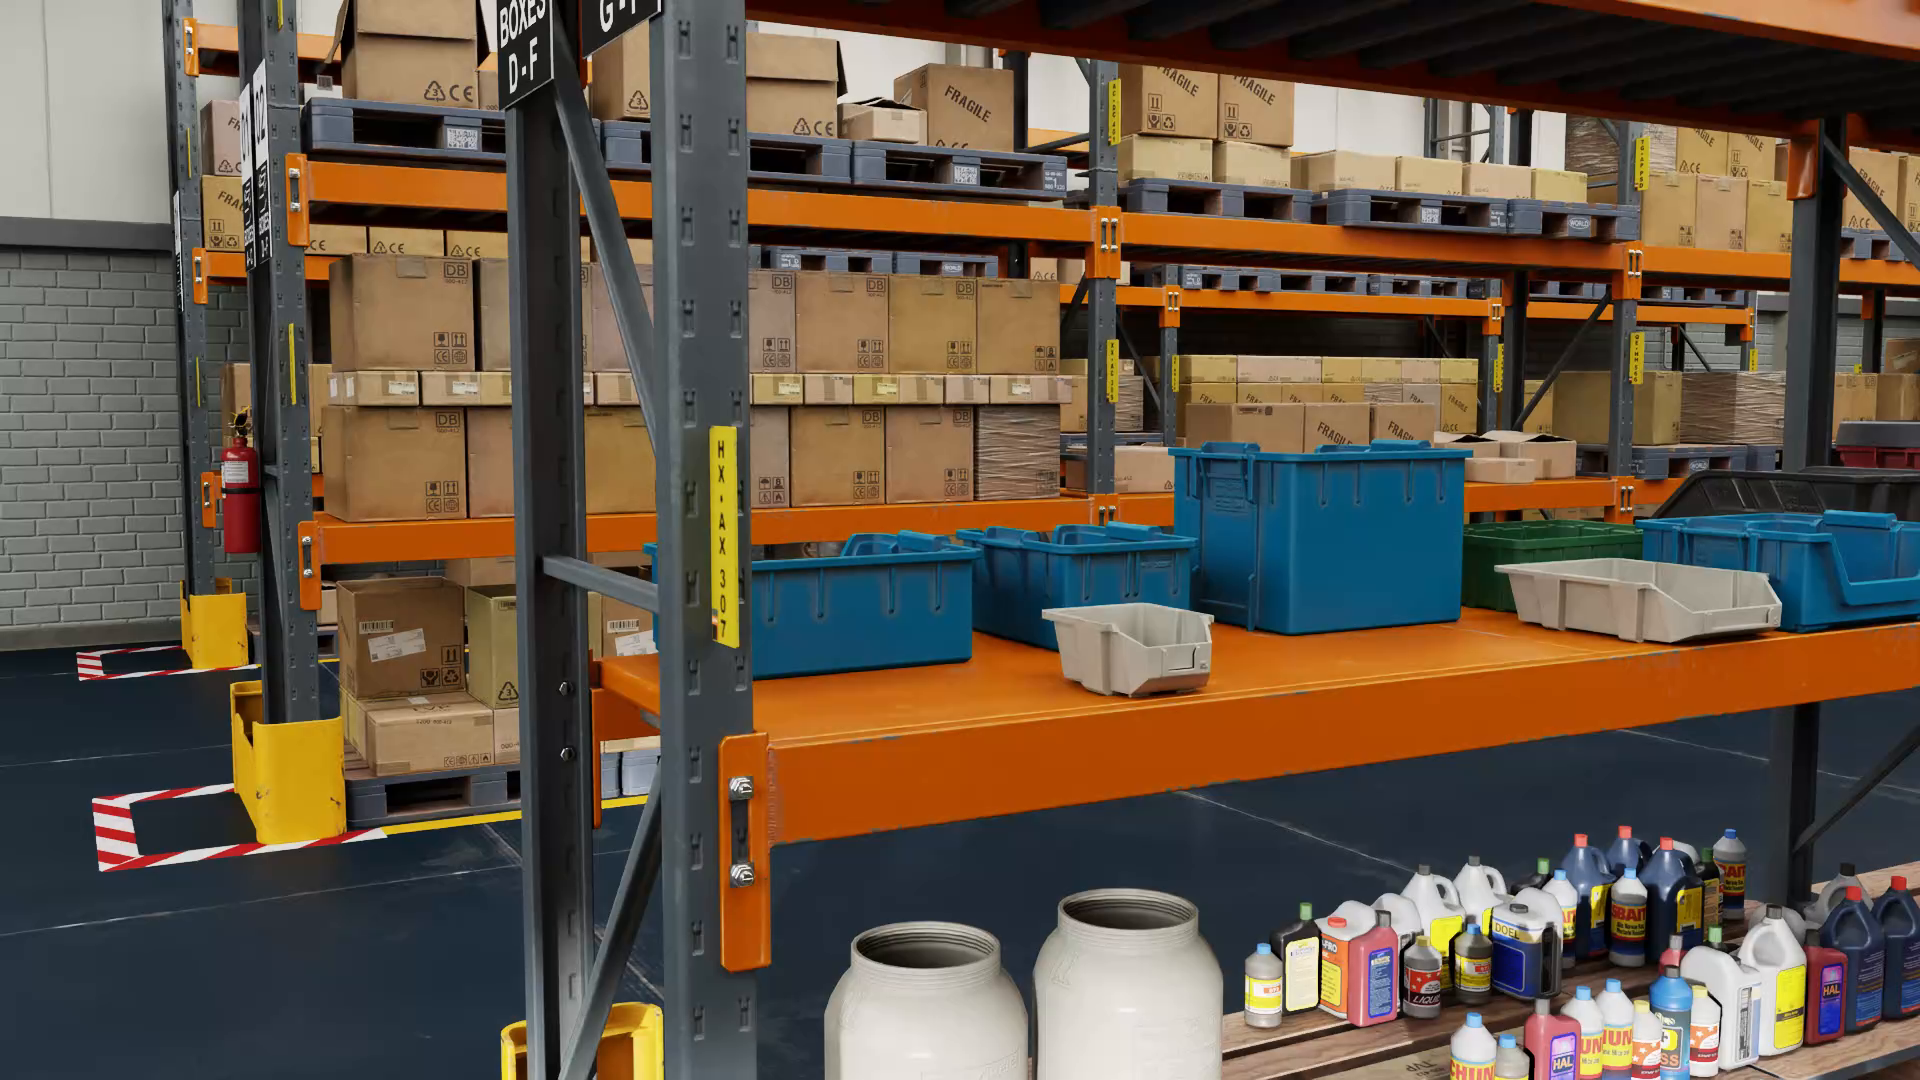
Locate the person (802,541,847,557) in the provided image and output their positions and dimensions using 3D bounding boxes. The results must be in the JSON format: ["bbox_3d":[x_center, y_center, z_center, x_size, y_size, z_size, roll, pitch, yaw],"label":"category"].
[{"bbox_3d":[-0.842,-0.064,11.887,0.635,1.760,0.457,-3,6,-32],"label":"person"}]
